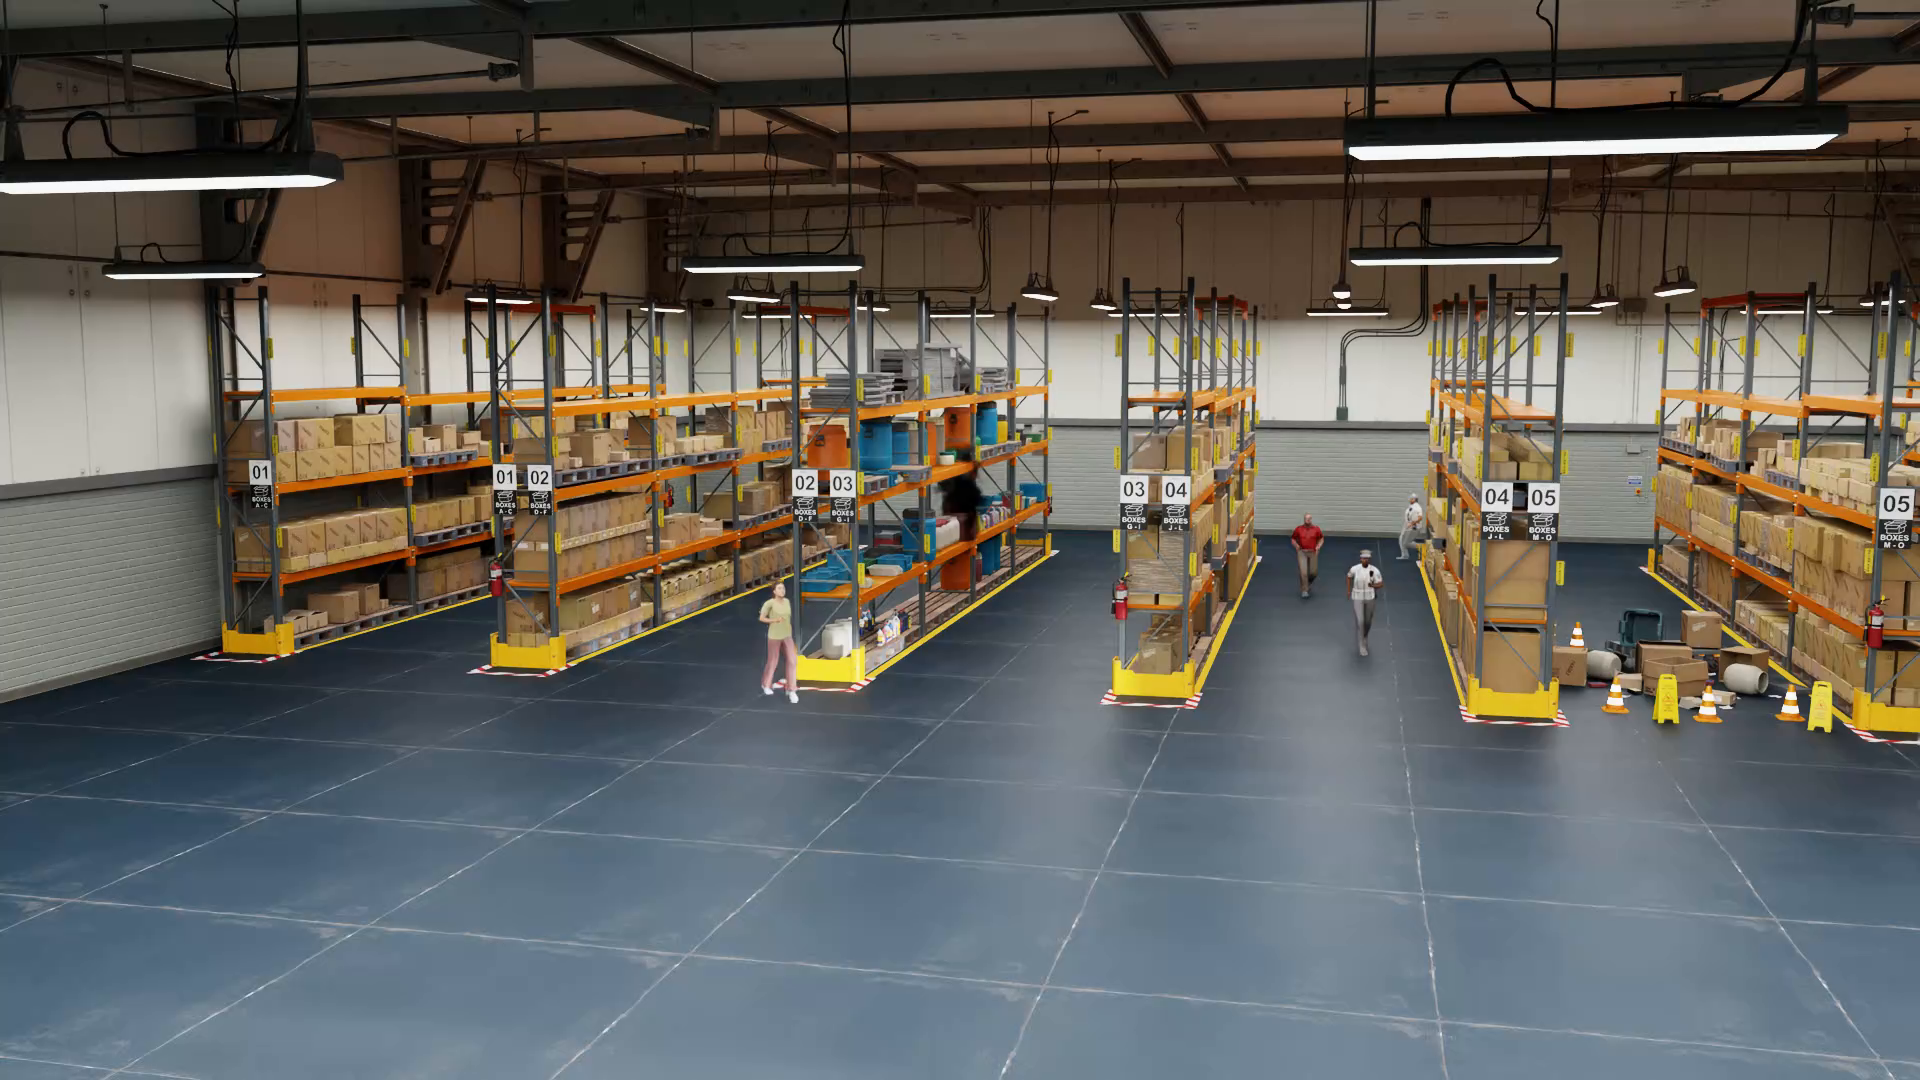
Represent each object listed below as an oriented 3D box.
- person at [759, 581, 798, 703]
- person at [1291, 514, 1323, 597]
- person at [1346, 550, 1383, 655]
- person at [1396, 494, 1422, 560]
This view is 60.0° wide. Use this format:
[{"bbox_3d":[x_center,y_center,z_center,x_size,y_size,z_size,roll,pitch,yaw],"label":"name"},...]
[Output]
[{"bbox_3d":[-2.594,1.433,23.767,0.580,1.710,0.793,-4,8,-32],"label":"person"},{"bbox_3d":[7.034,0.300,33.699,0.660,1.674,0.611,1,7,7],"label":"person"},{"bbox_3d":[6.665,0.988,27.453,0.549,1.697,0.933,1,7,8],"label":"person"},{"bbox_3d":[10.706,-0.300,39.252,0.646,1.609,0.652,-1,7,-5],"label":"person"}]
